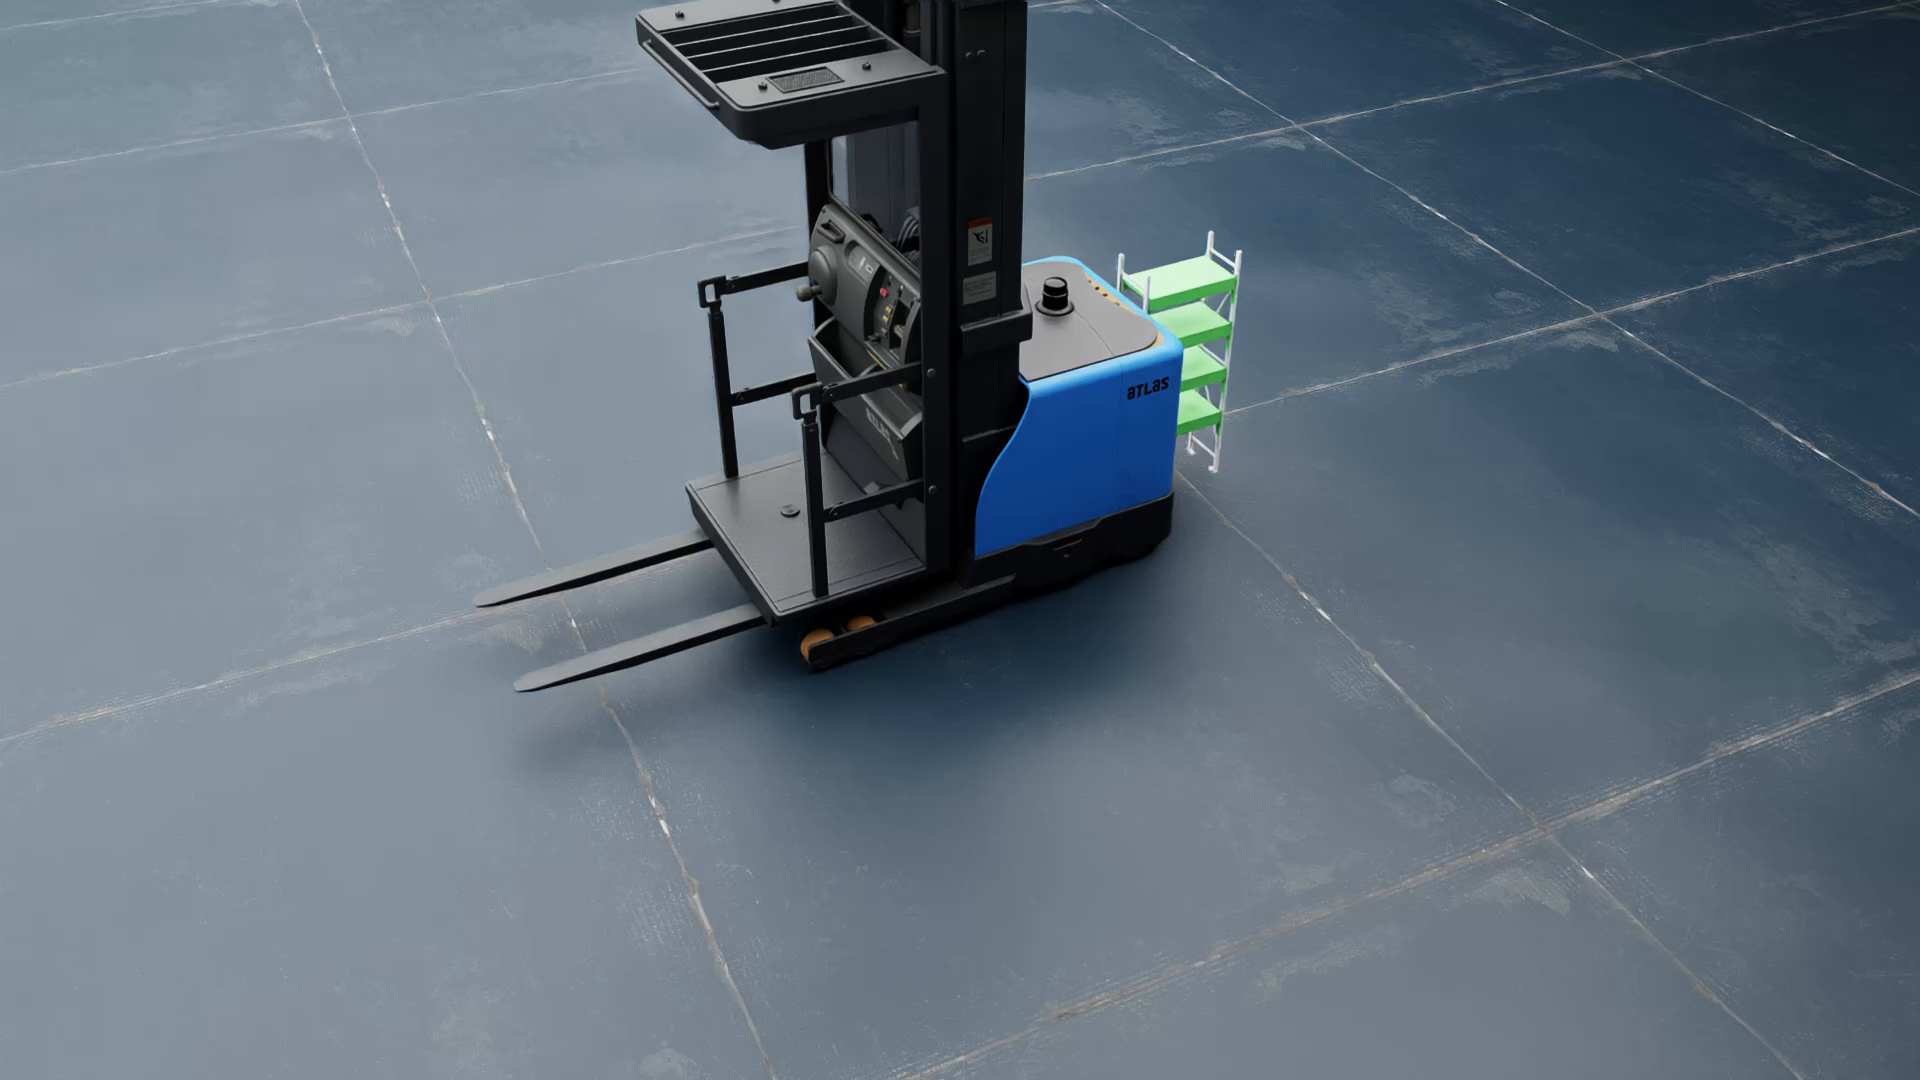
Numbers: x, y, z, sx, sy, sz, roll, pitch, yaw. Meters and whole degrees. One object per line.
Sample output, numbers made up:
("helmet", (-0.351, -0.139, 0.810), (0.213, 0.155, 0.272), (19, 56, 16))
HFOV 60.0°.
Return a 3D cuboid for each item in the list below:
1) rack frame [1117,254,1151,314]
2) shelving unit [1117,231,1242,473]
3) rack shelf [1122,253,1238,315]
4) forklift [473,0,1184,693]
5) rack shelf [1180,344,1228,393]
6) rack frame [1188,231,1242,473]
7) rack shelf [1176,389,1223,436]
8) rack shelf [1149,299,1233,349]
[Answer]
("rack frame", (0.776, -0.740, 7.741), (0.015, 1.200, 0.240), (-18, 40, -22))
("shelving unit", (0.992, -0.808, 7.833), (0.503, 1.200, 0.258), (-18, 40, -22))
("rack shelf", (0.992, -1.142, 7.585), (0.480, 0.148, 0.258), (-18, 40, -22))
("forklift", (-0.572, -0.996, 6.633), (3.031, 2.935, 1.130), (-18, 40, -22))
("rack shelf", (0.992, -0.757, 7.871), (0.480, 0.148, 0.258), (-18, 40, -22))
("rack frame", (1.207, -0.876, 7.925), (0.015, 1.200, 0.240), (-18, 40, -22))
("rack shelf", (0.992, -0.564, 8.014), (0.480, 0.148, 0.258), (-18, 40, -22))
("rack shelf", (0.992, -0.950, 7.728), (0.480, 0.148, 0.258), (-18, 40, -22))
